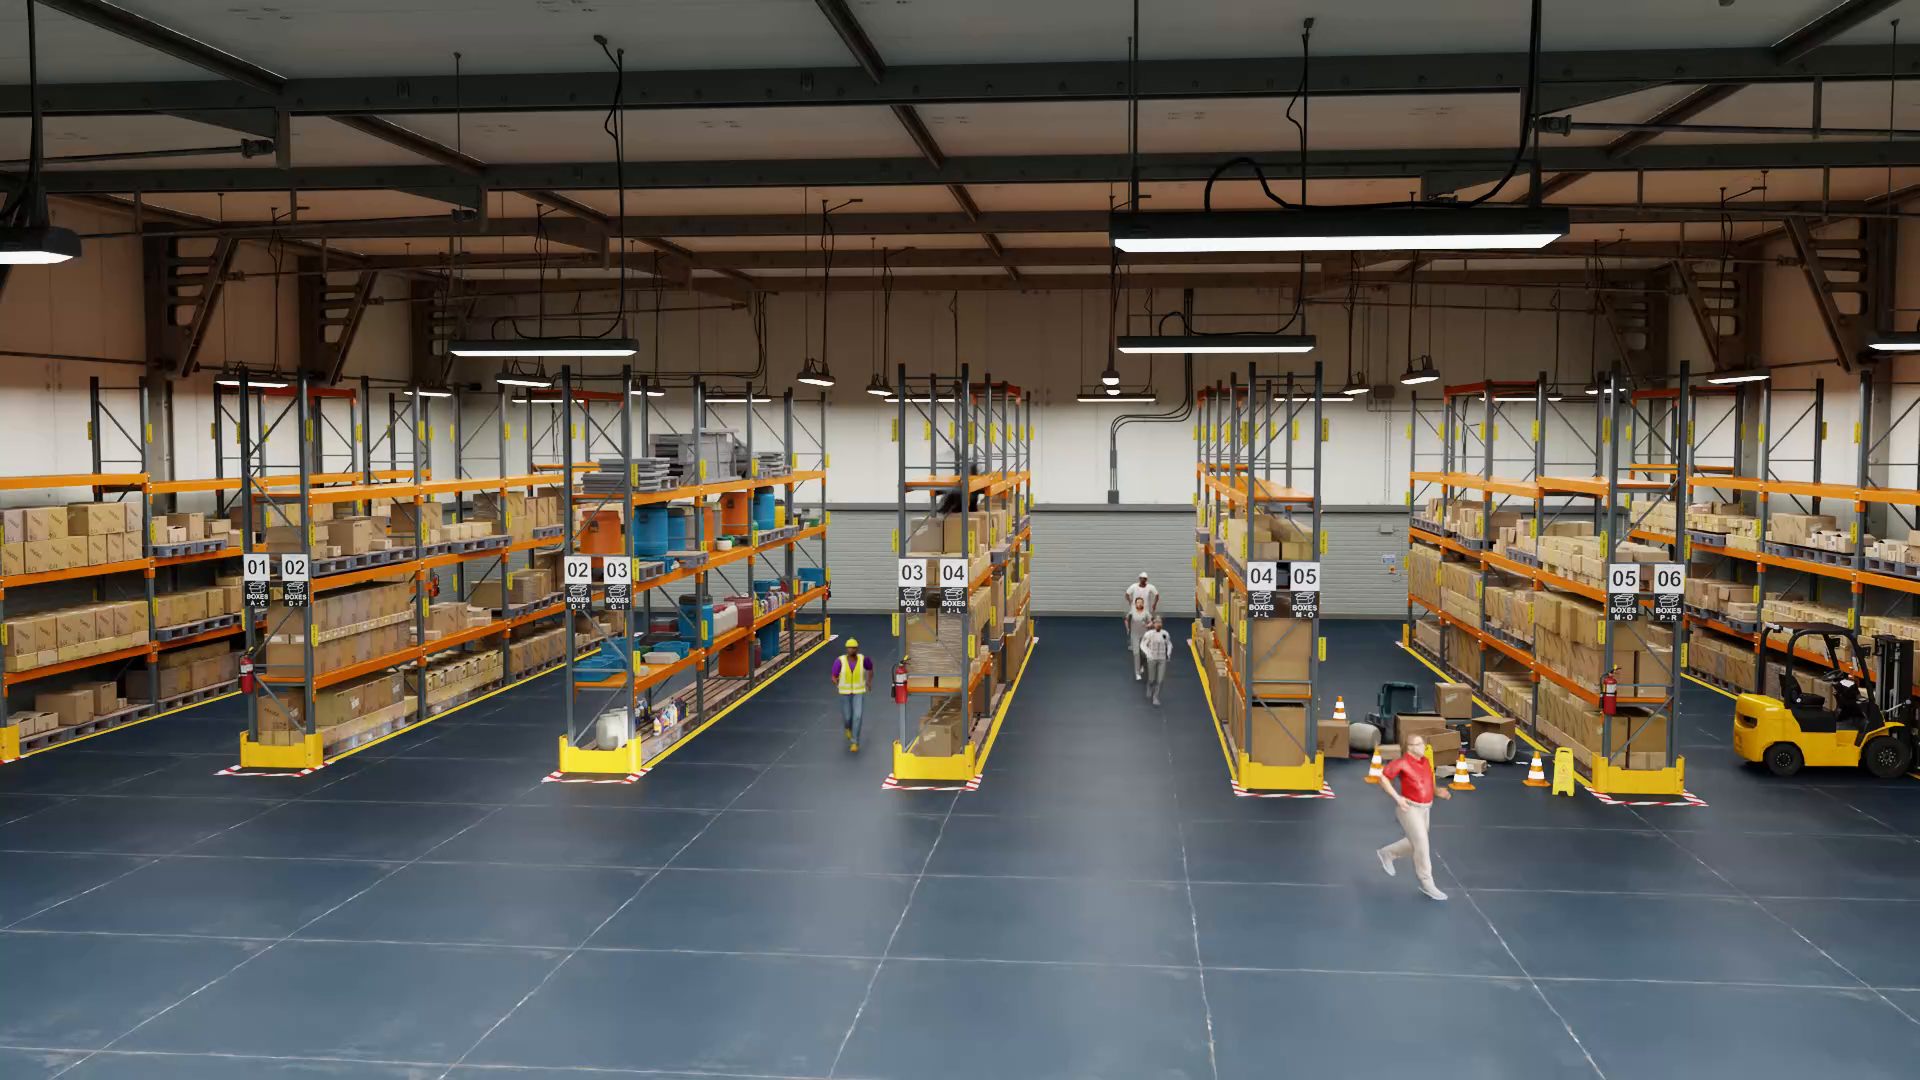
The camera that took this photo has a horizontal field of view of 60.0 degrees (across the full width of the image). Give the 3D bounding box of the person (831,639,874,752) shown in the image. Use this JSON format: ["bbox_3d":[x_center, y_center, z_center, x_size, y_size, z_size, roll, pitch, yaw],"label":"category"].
[{"bbox_3d":[-1.714,2.427,26.390,0.671,1.754,0.948,0,4,-3],"label":"person"}]

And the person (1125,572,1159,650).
[{"bbox_3d":[4.199,1.635,38.807,0.757,1.763,0.903,1,4,22],"label":"person"}]

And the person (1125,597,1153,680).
[{"bbox_3d":[3.645,1.984,33.899,0.563,1.645,0.939,0,4,2],"label":"person"}]

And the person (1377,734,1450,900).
[{"bbox_3d":[4.937,2.984,18.172,0.664,1.737,0.951,-3,5,-41],"label":"person"}]

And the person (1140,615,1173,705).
[{"bbox_3d":[3.642,2.205,30.751,0.605,1.648,0.540,0,4,-5],"label":"person"}]
